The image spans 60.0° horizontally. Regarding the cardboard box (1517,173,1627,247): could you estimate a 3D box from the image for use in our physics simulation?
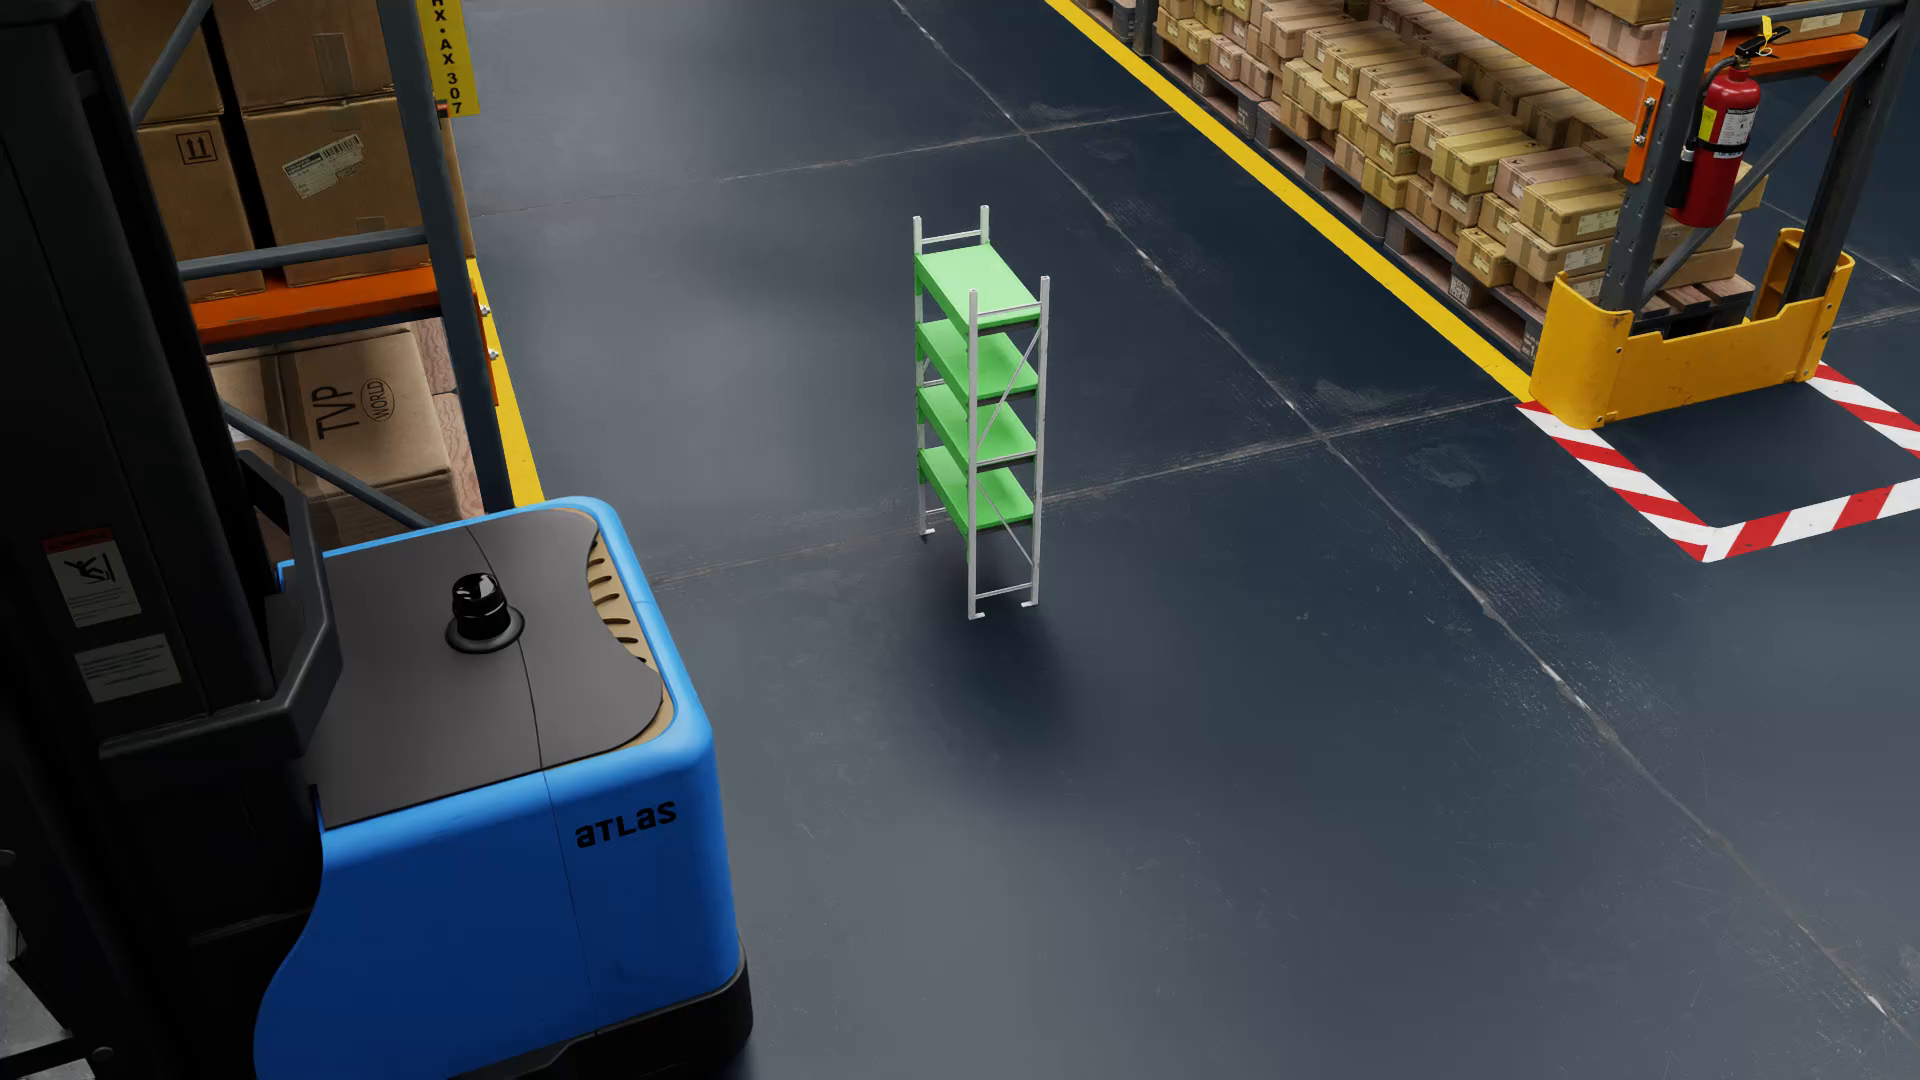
[{"bbox_3d":[2.424,-1.292,6.499,0.380,0.149,0.250,-12,39,-15],"label":"cardboard box"}]

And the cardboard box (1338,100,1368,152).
[{"bbox_3d":[1.953,-1.898,7.550,0.380,0.149,0.250,-11,38,-14],"label":"cardboard box"}]

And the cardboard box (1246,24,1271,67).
[{"bbox_3d":[1.671,-2.508,8.360,0.380,0.149,0.250,-14,39,-18],"label":"cardboard box"}]

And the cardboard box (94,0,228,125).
[{"bbox_3d":[-2.159,-1.360,4.148,0.500,0.500,0.500,-11,38,-14],"label":"cardboard box"}]

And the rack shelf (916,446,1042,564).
[{"bbox_3d":[0.057,-0.143,5.448,0.258,0.148,0.480,-12,39,-16],"label":"rack shelf"}]

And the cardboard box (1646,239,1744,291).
[{"bbox_3d":[2.964,-1.170,6.831,0.380,0.149,0.250,-12,39,-15],"label":"cardboard box"}]

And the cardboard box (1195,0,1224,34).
[{"bbox_3d":[1.463,-2.791,8.736,0.380,0.149,0.250,-12,39,-16],"label":"cardboard box"}]

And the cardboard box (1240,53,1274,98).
[{"bbox_3d":[1.651,-2.383,8.440,0.380,0.149,0.250,-13,39,-17],"label":"cardboard box"}]

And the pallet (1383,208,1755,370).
[{"bbox_3d":[2.571,-1.175,7.134,1.003,0.211,1.213,-12,39,-16],"label":"pallet"}]

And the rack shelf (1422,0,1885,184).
[{"bbox_3d":[2.156,-2.622,7.335,1.077,0.370,4.000,-12,39,-16],"label":"rack shelf"}]

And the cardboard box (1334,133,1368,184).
[{"bbox_3d":[1.954,-1.780,7.641,0.380,0.149,0.250,-12,39,-15],"label":"cardboard box"}]

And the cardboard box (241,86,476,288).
[{"bbox_3d":[-1.665,-1.068,4.591,0.500,0.500,0.500,-13,39,-16],"label":"cardboard box"}]

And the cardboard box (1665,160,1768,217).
[{"bbox_3d":[2.983,-1.412,6.658,0.380,0.149,0.250,-14,39,-18],"label":"cardboard box"}]

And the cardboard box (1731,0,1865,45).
[{"bbox_3d":[3.040,-1.930,6.028,0.380,0.149,0.250,-13,39,-16],"label":"cardboard box"}]

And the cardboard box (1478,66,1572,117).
[{"bbox_3d":[2.559,-1.993,7.429,0.380,0.149,0.250,-11,38,-14],"label":"cardboard box"}]

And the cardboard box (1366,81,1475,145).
[{"bbox_3d":[2.008,-1.866,7.260,0.380,0.149,0.250,-11,38,-14],"label":"cardboard box"}]

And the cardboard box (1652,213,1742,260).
[{"bbox_3d":[2.905,-1.276,6.724,0.380,0.149,0.250,-11,38,-14],"label":"cardboard box"}]

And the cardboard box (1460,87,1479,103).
[{"bbox_3d":[2.397,-2.005,7.692,0.380,0.149,0.250,-11,38,-14],"label":"cardboard box"}]

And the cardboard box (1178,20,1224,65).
[{"bbox_3d":[1.382,-2.645,8.789,0.380,0.149,0.250,-11,38,-15],"label":"cardboard box"}]

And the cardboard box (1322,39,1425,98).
[{"bbox_3d":[1.905,-2.180,7.677,0.380,0.149,0.250,-12,39,-16],"label":"cardboard box"}]

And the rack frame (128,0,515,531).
[{"bbox_3d":[-1.769,-0.697,4.183,1.000,3.000,0.127,-12,39,-16],"label":"rack frame"}]

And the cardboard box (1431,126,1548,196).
[{"bbox_3d":[2.183,-1.566,6.862,0.380,0.149,0.250,-13,39,-17],"label":"cardboard box"}]

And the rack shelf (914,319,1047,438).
[{"bbox_3d":[0.057,-0.526,5.159,0.258,0.148,0.480,-12,39,-16],"label":"rack shelf"}]

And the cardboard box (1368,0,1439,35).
[{"bbox_3d":[2.248,-2.586,8.217,0.380,0.149,0.250,-14,39,-18],"label":"cardboard box"}]

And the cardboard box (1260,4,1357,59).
[{"bbox_3d":[1.686,-2.464,8.054,0.380,0.149,0.250,-12,39,-15],"label":"cardboard box"}]

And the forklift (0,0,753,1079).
[{"bbox_3d":[-2.071,0.171,3.087,3.031,2.935,1.130,-14,39,-18],"label":"forklift"}]

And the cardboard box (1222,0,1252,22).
[{"bbox_3d":[1.564,-2.767,8.457,0.380,0.149,0.250,-13,39,-17],"label":"cardboard box"}]

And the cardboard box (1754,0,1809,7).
[{"bbox_3d":[2.949,-2.249,5.912,0.500,0.500,0.500,-11,38,-14],"label":"cardboard box"}]

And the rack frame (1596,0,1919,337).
[{"bbox_3d":[2.844,-1.779,5.619,1.000,3.000,0.127,-12,39,-16],"label":"rack frame"}]

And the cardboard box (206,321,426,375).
[{"bbox_3d":[-2.413,-0.709,5.979,0.875,0.438,0.875,-11,38,-15],"label":"cardboard box"}]

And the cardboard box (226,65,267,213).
[{"bbox_3d":[-2.342,-1.242,4.822,0.500,0.500,0.500,-13,39,-17],"label":"cardboard box"}]

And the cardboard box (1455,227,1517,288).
[{"bbox_3d":[2.283,-1.187,6.853,0.380,0.149,0.250,-11,38,-15],"label":"cardboard box"}]

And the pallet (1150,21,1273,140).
[{"bbox_3d":[1.732,-2.553,8.964,1.003,0.211,1.213,-12,39,-16],"label":"pallet"}]

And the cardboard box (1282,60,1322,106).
[{"bbox_3d":[1.771,-2.192,7.940,0.380,0.149,0.250,-13,39,-16],"label":"cardboard box"}]

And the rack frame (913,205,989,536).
[{"bbox_3d":[-0.027,-0.524,5.448,0.240,1.200,0.015,-12,39,-16],"label":"rack frame"}]

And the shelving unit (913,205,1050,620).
[{"bbox_3d":[0.057,-0.386,5.265,0.258,1.200,0.503,-12,39,-16],"label":"shelving unit"}]

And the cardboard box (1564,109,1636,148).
[{"bbox_3d":[2.808,-1.712,7.055,0.380,0.149,0.250,-13,39,-16],"label":"cardboard box"}]

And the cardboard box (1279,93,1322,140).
[{"bbox_3d":[1.776,-2.071,8.027,0.380,0.149,0.250,-13,39,-17],"label":"cardboard box"}]

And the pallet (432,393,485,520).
[{"bbox_3d":[-2.118,-0.019,5.600,1.003,0.211,1.213,-12,39,-16],"label":"pallet"}]

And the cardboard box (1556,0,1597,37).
[{"bbox_3d":[2.416,-1.953,6.058,0.380,0.149,0.250,-13,39,-16],"label":"cardboard box"}]

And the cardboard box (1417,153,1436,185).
[{"bbox_3d":[2.218,-1.632,7.197,0.380,0.149,0.250,-13,39,-16],"label":"cardboard box"}]

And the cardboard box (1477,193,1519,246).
[{"bbox_3d":[2.355,-1.325,6.789,0.380,0.149,0.250,-13,39,-17],"label":"cardboard box"}]

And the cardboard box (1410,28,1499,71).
[{"bbox_3d":[2.335,-2.274,7.801,0.380,0.149,0.250,-12,39,-16],"label":"cardboard box"}]

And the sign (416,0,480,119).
[{"bbox_3d":[-1.246,-1.186,4.046,0.100,0.325,0.005,-12,39,-16],"label":"sign"}]

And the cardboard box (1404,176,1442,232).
[{"bbox_3d":[2.176,-1.491,7.256,0.380,0.149,0.250,-12,39,-15],"label":"cardboard box"}]
